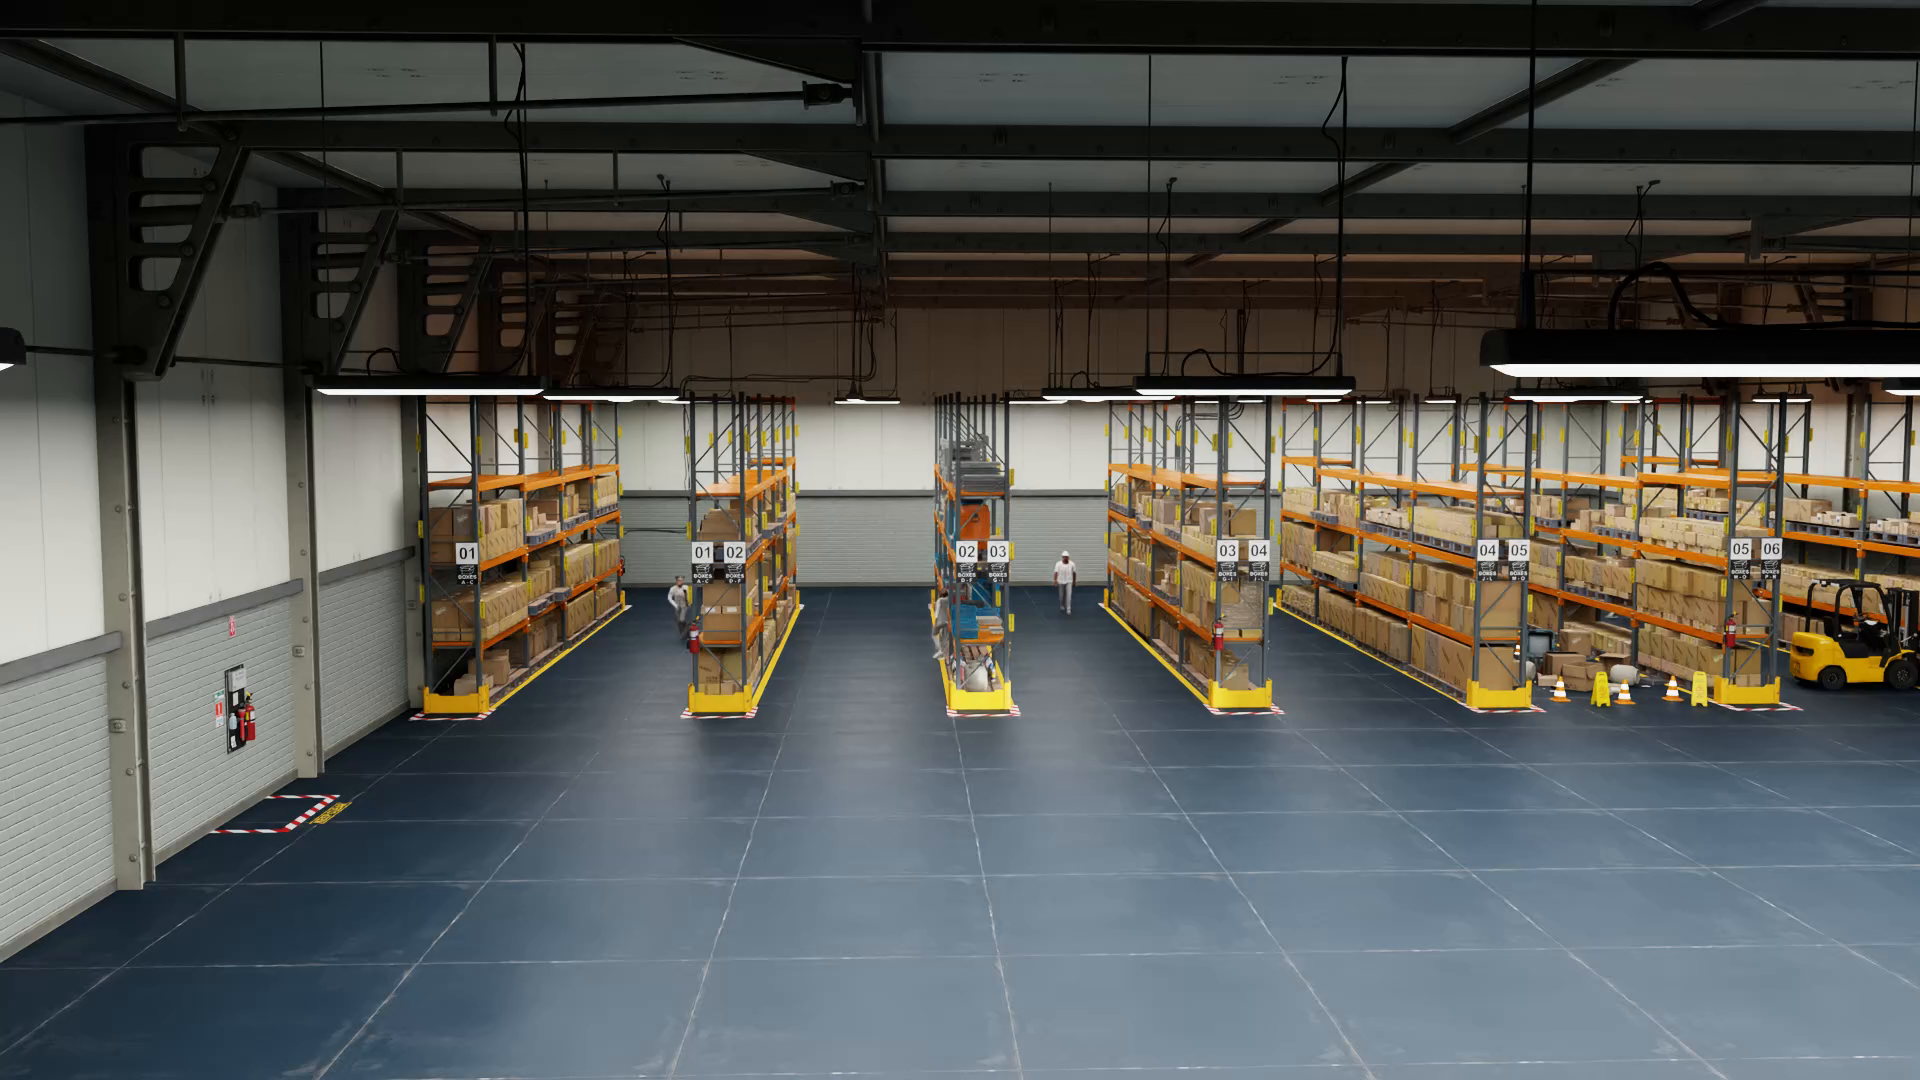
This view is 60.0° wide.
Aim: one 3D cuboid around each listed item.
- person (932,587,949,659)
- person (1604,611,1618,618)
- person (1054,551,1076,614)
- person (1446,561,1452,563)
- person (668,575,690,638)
[{"bbox_3d":[-0.392,1.854,36.866,0.488,1.598,0.385,-2,5,-23],"label":"person"},{"bbox_3d":[17.644,1.320,44.977,0.439,1.592,0.414,-4,6,-40],"label":"person"},{"bbox_3d":[2.912,1.166,46.000,0.626,1.704,1.077,0,5,0],"label":"person"},{"bbox_3d":[12.558,1.431,42.600,0.616,1.767,0.467,-3,6,-35],"label":"person"},{"bbox_3d":[-6.877,1.643,41.013,0.578,1.603,0.703,1,5,7],"label":"person"}]
